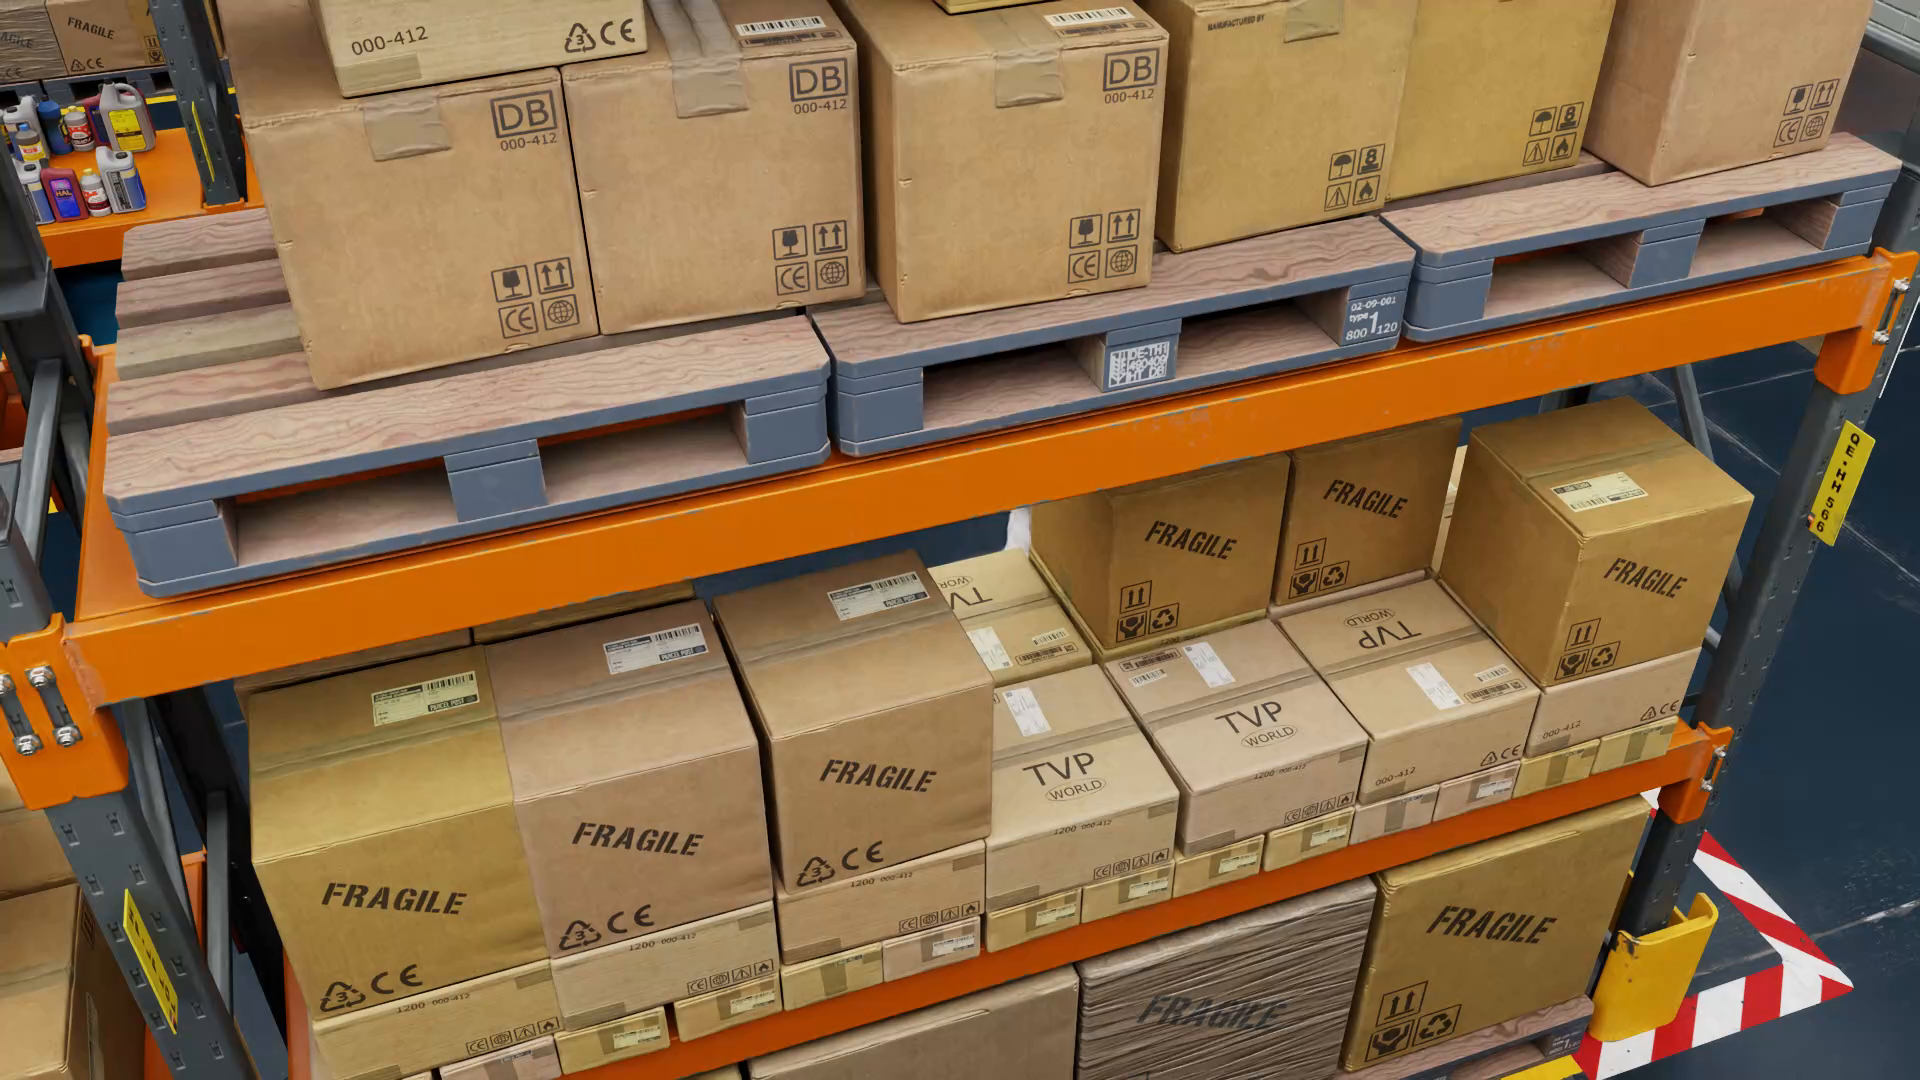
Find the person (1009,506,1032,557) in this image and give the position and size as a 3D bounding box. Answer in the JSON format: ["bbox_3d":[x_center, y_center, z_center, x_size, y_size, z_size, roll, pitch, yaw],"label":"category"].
[{"bbox_3d":[0.348,0.045,6.052,0.399,1.780,0.573,4,38,5],"label":"person"}]
